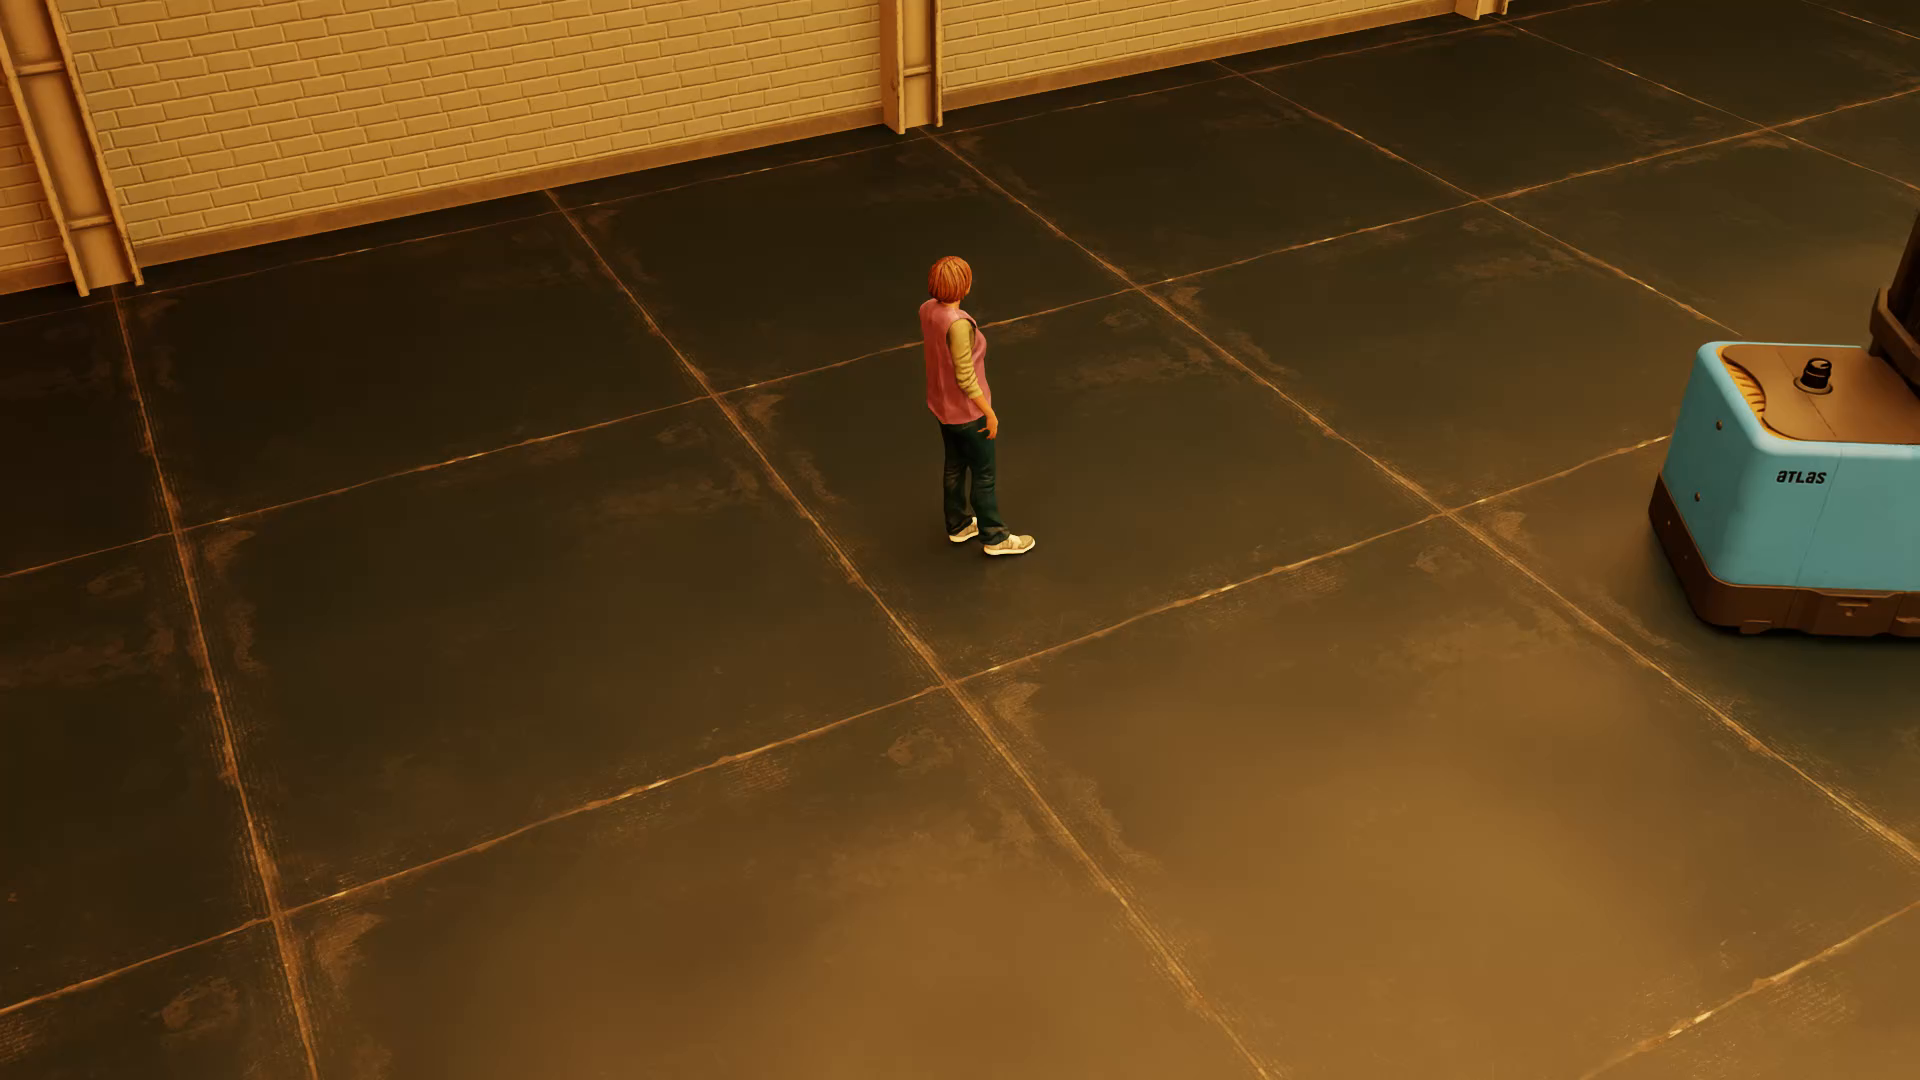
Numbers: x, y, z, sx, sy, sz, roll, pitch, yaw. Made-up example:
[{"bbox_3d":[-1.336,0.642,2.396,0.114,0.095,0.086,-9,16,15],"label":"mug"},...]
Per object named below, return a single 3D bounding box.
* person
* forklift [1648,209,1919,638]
[{"bbox_3d":[0.072,-0.671,8.215,0.476,1.597,0.520,-17,39,-23],"label":"person"},{"bbox_3d":[5.097,-0.973,7.499,3.031,2.935,1.130,2,35,3],"label":"forklift"}]
